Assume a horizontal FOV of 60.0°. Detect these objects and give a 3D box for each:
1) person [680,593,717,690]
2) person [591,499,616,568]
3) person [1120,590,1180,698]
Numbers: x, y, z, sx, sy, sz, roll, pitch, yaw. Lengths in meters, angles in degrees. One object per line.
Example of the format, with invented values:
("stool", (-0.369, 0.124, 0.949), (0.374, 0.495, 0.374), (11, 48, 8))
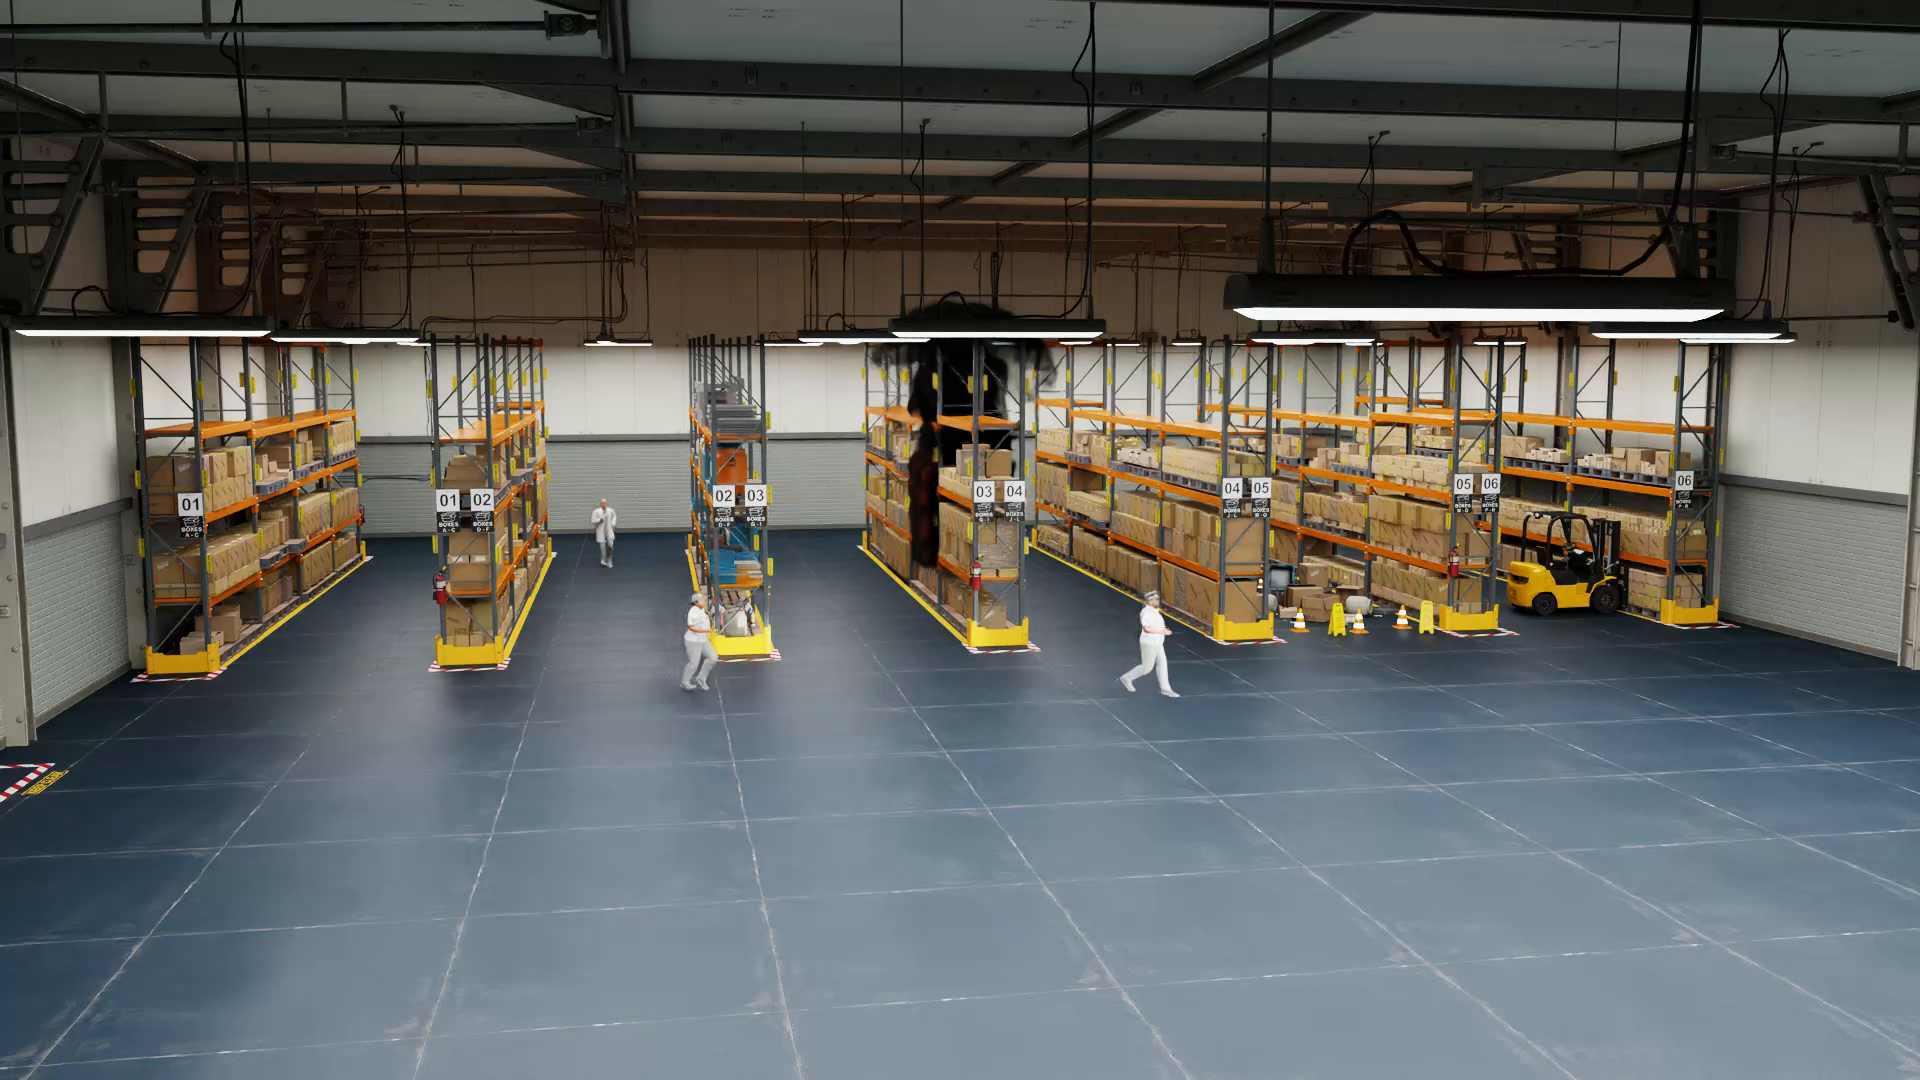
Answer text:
("person", (-4.388, 1.732, 27.901), (0.686, 1.677, 0.593), (2, 7, 17))
("person", (-9.358, -0.168, 43.813), (0.688, 1.834, 0.785), (-2, 7, -21))
("person", (3.132, 1.704, 27.357), (0.982, 1.783, 0.668), (2, 7, 20))
